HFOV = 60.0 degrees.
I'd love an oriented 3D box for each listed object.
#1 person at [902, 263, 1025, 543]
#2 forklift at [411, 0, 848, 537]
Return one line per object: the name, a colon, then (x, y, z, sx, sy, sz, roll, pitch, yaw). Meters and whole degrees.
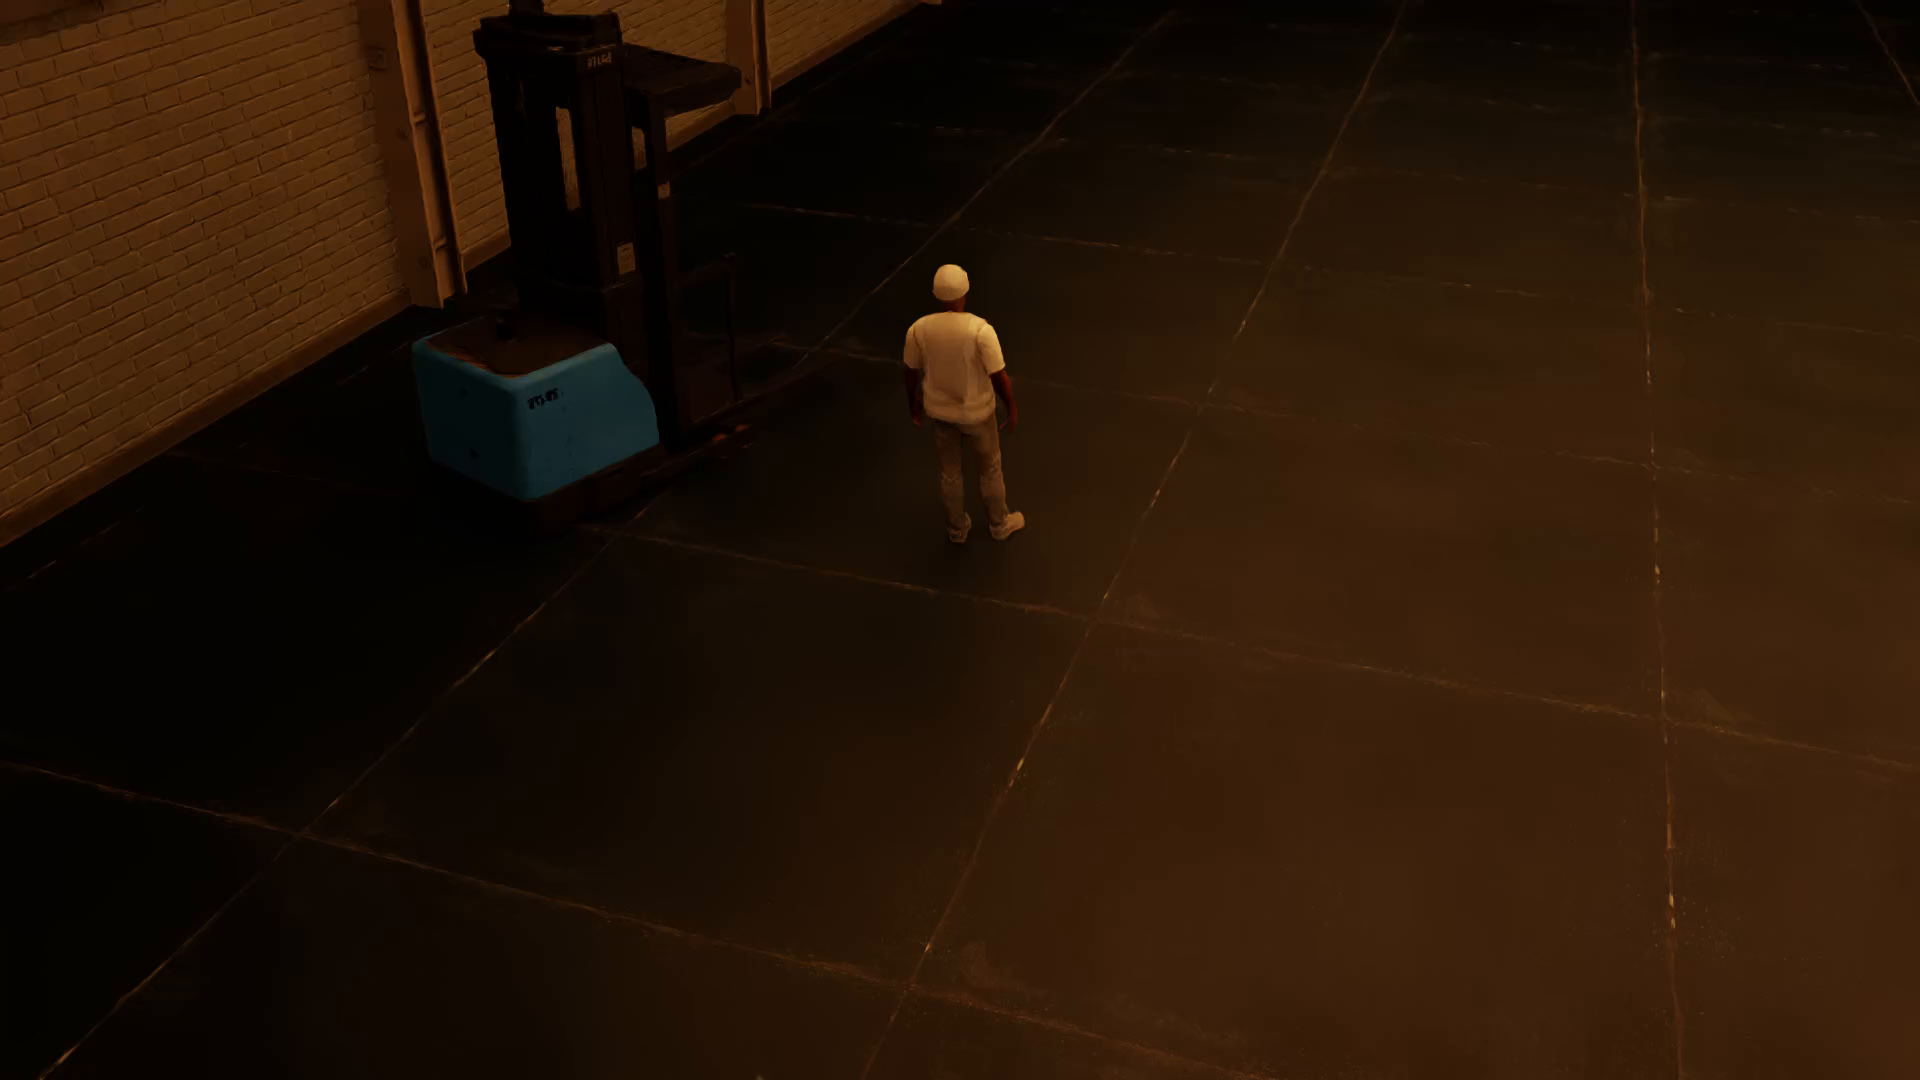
person: (0.028, -0.805, 9.711, 0.665, 1.766, 0.576, 10, 31, 16)
forklift: (-2.020, -1.954, 10.565, 1.130, 2.935, 3.031, 22, 36, 33)
